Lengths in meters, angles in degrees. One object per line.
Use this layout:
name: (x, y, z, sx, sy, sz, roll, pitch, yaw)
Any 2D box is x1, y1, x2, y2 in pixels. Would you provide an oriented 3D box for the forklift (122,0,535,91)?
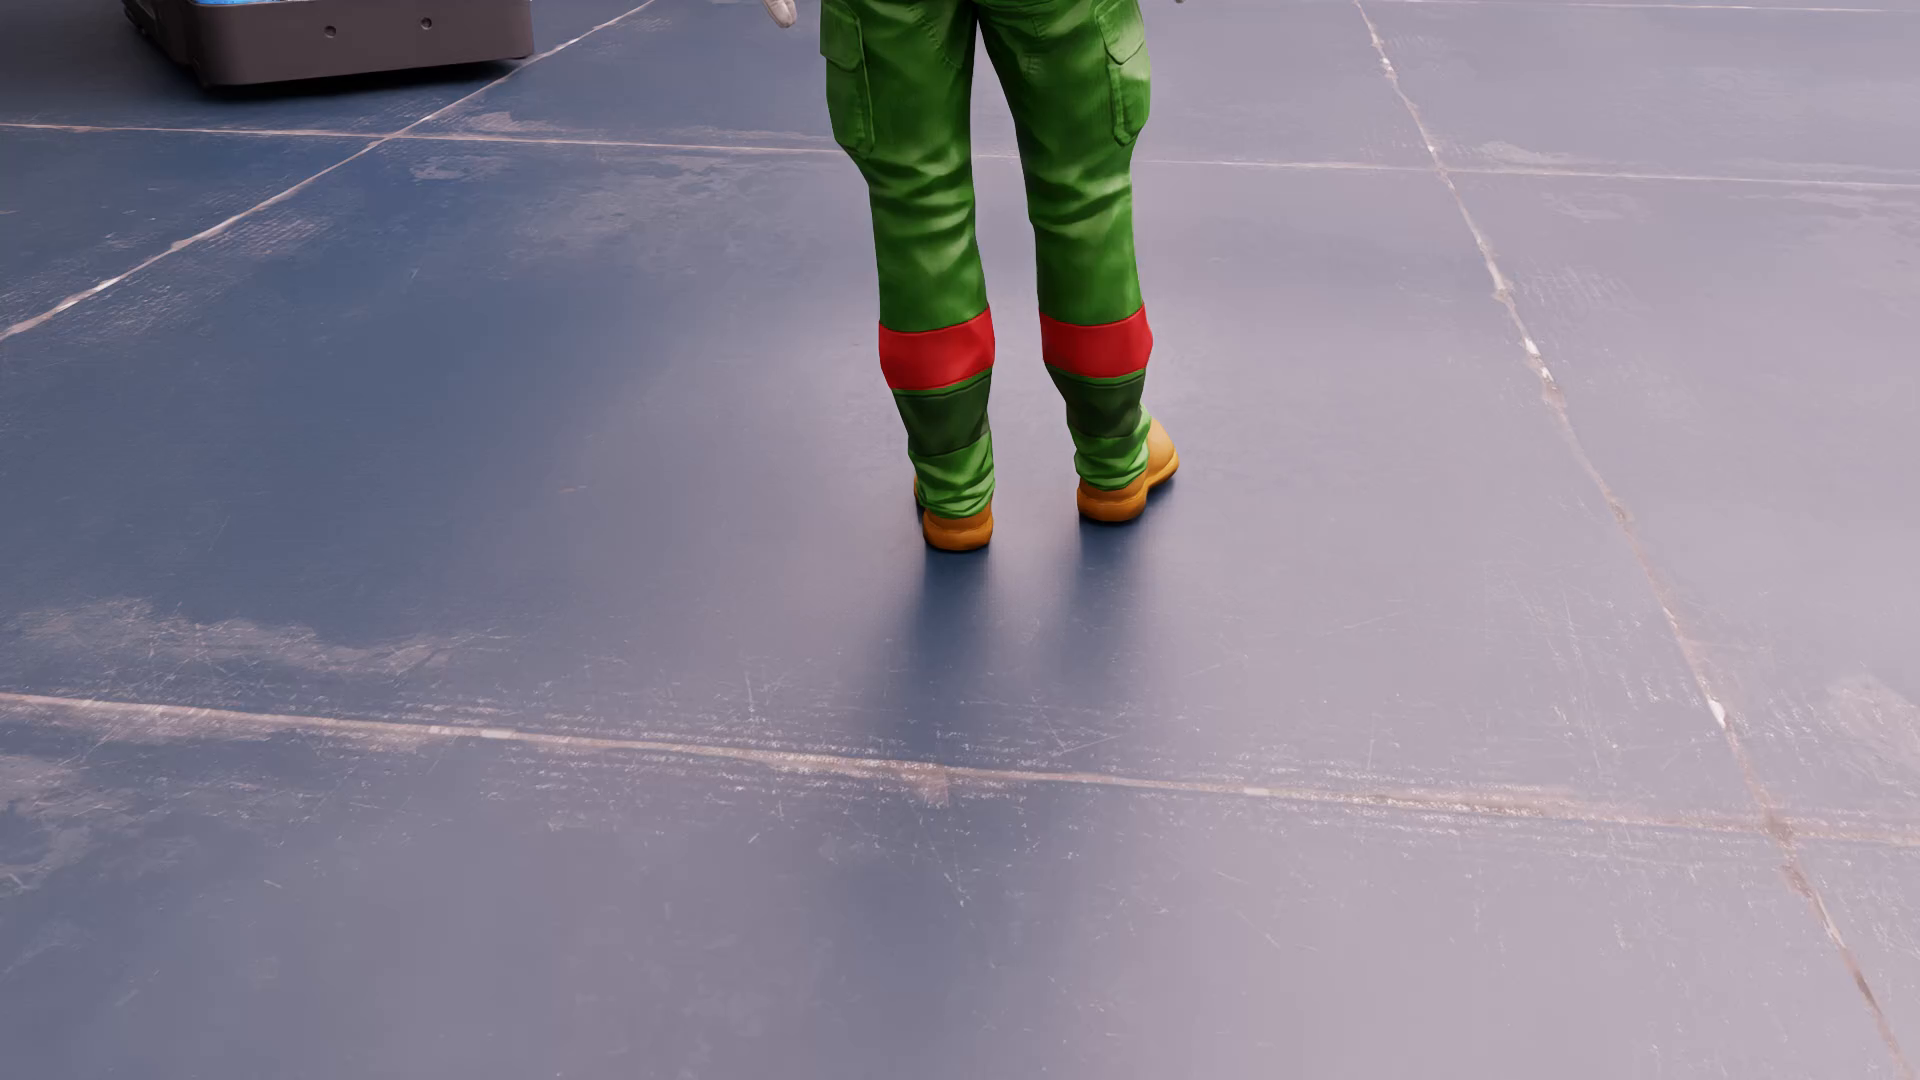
forklift: (-2.636, -3.343, 5.917, 1.130, 2.935, 3.031, -15, 30, -27)

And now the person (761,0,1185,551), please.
person: (0.023, -0.840, 2.169, 0.637, 1.785, 0.562, 3, 27, 7)
